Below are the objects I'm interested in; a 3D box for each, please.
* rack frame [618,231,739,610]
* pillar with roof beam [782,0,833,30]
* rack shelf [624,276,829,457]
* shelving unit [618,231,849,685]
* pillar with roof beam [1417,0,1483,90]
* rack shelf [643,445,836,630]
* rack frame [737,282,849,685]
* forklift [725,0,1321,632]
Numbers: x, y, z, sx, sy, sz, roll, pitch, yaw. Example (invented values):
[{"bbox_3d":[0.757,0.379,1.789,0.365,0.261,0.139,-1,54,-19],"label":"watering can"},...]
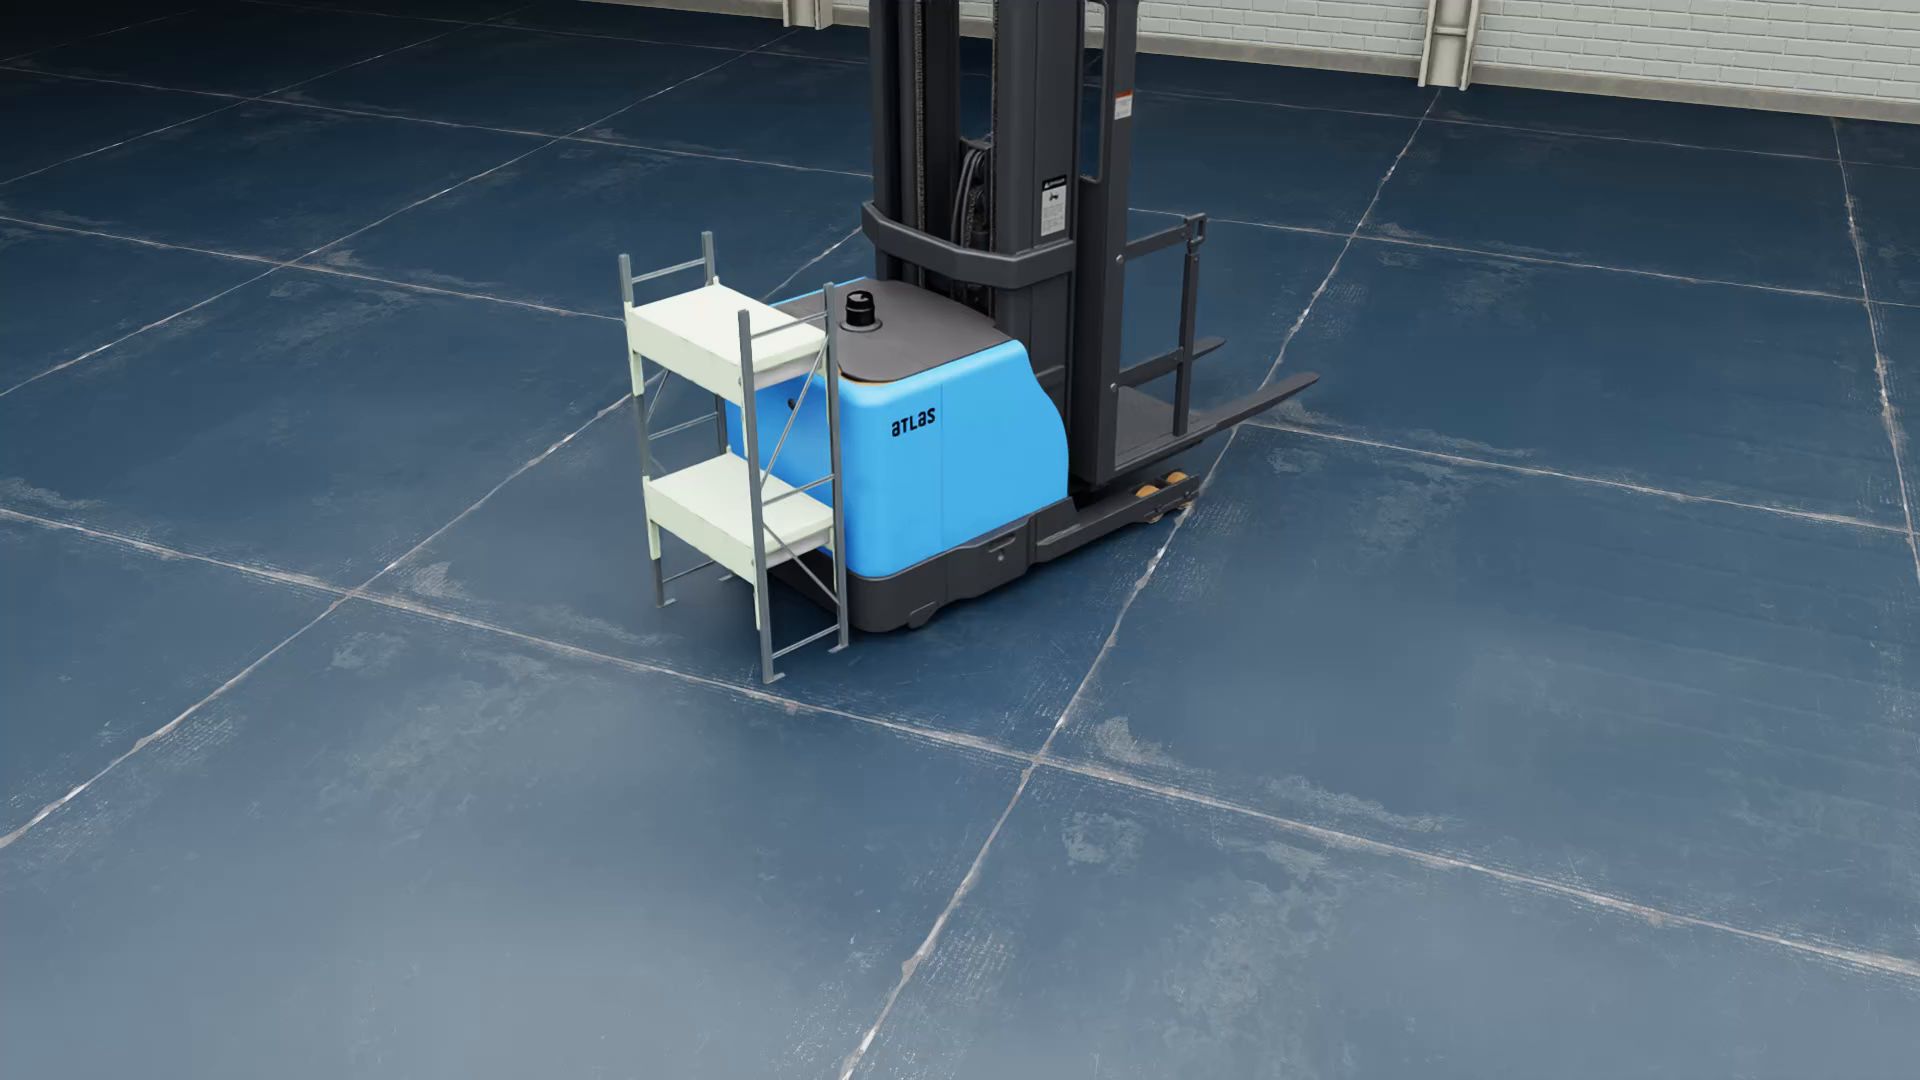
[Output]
[{"bbox_3d":[-1.085,-0.441,6.505,0.400,1.500,0.023,-24,37,-36],"label":"rack frame"},{"bbox_3d":[-3.078,-6.928,10.363,0.400,9.000,9.100,11,31,19],"label":"pillar with roof beam"},{"bbox_3d":[-0.837,-0.648,6.079,0.431,0.370,0.720,-24,37,-36],"label":"rack shelf"},{"bbox_3d":[-0.837,-0.308,6.271,0.431,1.500,0.755,-24,37,-36],"label":"shelving unit"},{"bbox_3d":[2.482,-5.818,8.399,0.400,9.000,9.100,11,31,19],"label":"pillar with roof beam"},{"bbox_3d":[-0.837,-0.024,6.431,0.431,0.370,0.720,-24,37,-36],"label":"rack shelf"},{"bbox_3d":[-0.590,-0.175,6.036,0.400,1.500,0.023,-24,37,-36],"label":"rack frame"},{"bbox_3d":[0.442,-1.522,6.964,3.031,2.935,1.130,-24,37,-36],"label":"forklift"}]
